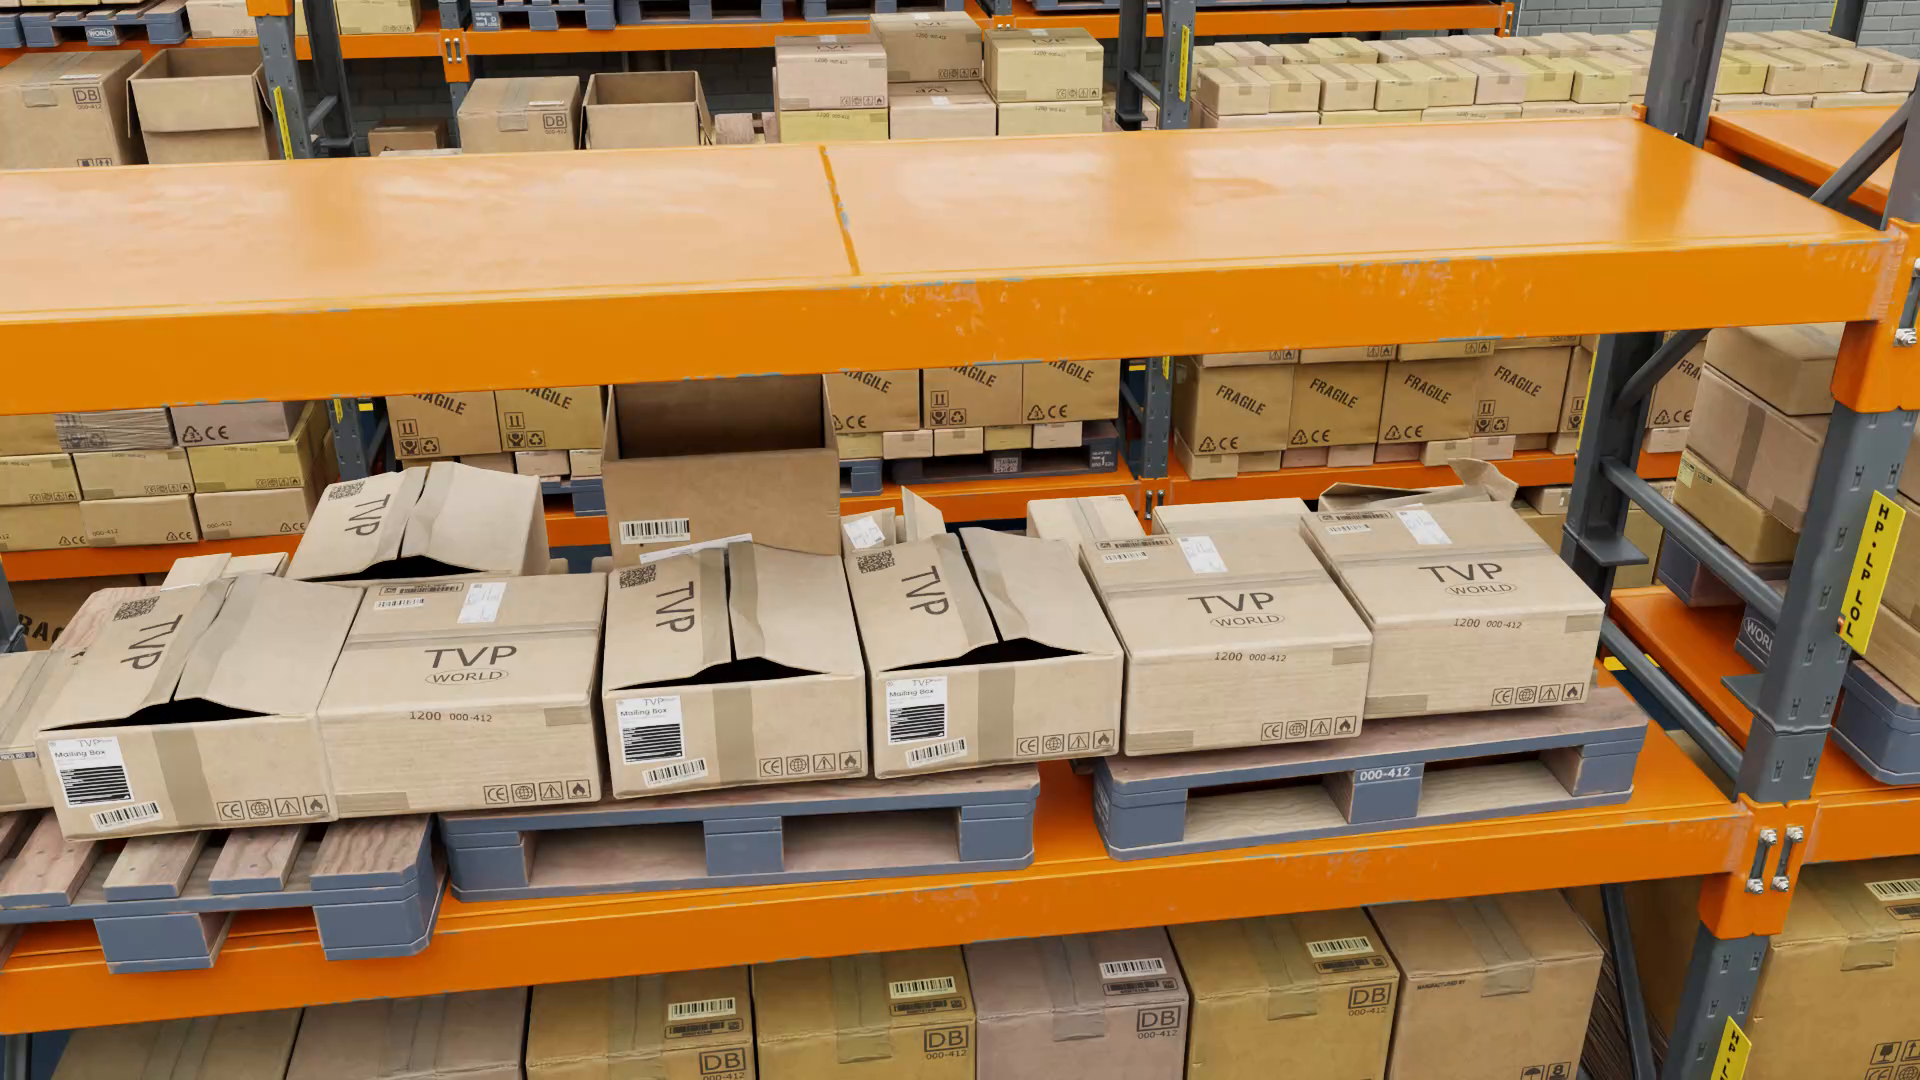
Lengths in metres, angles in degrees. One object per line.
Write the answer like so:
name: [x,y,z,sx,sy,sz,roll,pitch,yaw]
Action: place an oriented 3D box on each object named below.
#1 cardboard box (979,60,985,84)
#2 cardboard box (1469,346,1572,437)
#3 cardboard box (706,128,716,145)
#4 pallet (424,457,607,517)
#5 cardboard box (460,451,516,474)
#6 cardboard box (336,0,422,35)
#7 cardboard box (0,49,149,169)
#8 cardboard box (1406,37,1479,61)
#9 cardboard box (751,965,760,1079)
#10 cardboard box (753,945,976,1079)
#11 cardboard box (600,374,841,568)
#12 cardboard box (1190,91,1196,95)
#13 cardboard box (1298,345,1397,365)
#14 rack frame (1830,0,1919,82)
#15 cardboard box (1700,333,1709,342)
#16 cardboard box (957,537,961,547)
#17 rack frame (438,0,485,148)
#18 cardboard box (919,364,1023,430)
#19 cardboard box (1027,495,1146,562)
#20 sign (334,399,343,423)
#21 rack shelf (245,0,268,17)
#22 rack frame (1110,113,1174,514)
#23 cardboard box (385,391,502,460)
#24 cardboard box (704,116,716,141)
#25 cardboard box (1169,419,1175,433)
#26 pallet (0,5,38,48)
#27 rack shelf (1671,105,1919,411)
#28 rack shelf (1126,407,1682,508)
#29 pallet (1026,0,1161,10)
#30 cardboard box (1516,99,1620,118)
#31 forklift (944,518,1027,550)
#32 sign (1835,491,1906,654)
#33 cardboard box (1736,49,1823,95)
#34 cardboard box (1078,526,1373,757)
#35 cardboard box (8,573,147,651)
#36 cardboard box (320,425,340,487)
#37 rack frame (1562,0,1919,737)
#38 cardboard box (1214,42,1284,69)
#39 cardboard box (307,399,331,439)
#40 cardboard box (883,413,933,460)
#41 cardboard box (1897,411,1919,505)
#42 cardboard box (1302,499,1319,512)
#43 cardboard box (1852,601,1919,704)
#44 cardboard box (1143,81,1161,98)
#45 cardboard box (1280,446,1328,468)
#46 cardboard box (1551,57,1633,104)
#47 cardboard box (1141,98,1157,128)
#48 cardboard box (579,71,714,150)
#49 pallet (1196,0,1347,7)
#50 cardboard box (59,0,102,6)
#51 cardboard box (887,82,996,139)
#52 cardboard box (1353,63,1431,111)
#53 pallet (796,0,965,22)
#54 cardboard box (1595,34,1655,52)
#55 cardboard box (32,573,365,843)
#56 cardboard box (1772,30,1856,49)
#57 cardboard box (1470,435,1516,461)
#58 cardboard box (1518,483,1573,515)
cardboard box: [0.316,-2.304,8.576,0.500,0.250,0.500,-4,27,-9]
cardboard box: [2.915,-0.894,8.973,0.500,0.500,0.500,-3,27,-7]
cardboard box: [-1.829,-3.062,12.814,0.250,0.149,0.380,-4,27,-7]
pallet: [-2.320,-0.459,8.772,1.003,0.211,1.213,-4,27,-7]
cardboard box: [-2.378,-0.465,8.389,0.250,0.149,0.380,-5,28,-10]
cardboard box: [-4.180,-3.820,11.990,0.500,0.250,0.500,-5,28,-9]
cardboard box: [-3.965,-1.868,7.452,0.500,0.500,0.700,-5,28,-10]
cardboard box: [2.509,-2.515,8.684,0.250,0.149,0.380,-3,27,-7]
cardboard box: [-0.316,1.488,4.656,0.500,0.500,0.500,-3,27,-6]
cardboard box: [-0.261,1.168,4.186,0.500,0.500,0.700,-4,27,-8]
cardboard box: [-0.539,-0.067,3.833,0.500,0.500,0.500,-4,27,-7]
cardboard box: [1.352,-2.256,8.615,0.500,0.250,0.500,-4,27,-8]
cardboard box: [1.925,-1.280,8.630,0.500,0.500,0.700,-4,27,-7]
rack frame: [4.911,-3.629,8.168,0.127,3.000,1.000,-4,27,-7]
cardboard box: [3.934,-1.422,8.907,0.500,0.500,0.700,-3,27,-7]
cardboard box: [-0.280,0.359,9.386,0.625,0.372,0.950,-2,27,-4]
rack frame: [-3.706,-2.695,12.918,0.127,3.000,1.000,-4,27,-7]
cardboard box: [0.034,-0.904,8.533,0.500,0.500,0.500,-4,27,-7]
cardboard box: [0.316,0.043,4.002,0.250,0.149,0.380,-4,27,-7]
sign: [-2.930,-0.715,7.793,0.005,0.325,0.100,-4,27,-7]
rack shelf: [-4.991,-2.495,7.184,4.000,0.370,1.077,-4,27,-7]
rack frame: [0.950,-0.705,9.042,0.127,3.000,1.000,-4,27,-7]
cardboard box: [-2.533,-0.739,8.211,0.500,0.500,0.500,-4,27,-9]
cardboard box: [-1.894,-3.246,13.173,0.250,0.149,0.380,-3,27,-6]
cardboard box: [1.226,-0.752,9.407,0.250,0.149,0.380,-4,27,-8]
pallet: [-7.011,-3.701,11.800,1.003,0.211,1.213,-4,27,-7]
rack shelf: [3.720,-0.772,3.827,4.000,0.370,1.077,-4,27,-7]
rack shelf: [2.931,-0.513,9.454,4.000,0.370,1.077,-4,27,-7]
pallet: [1.096,-4.310,12.878,1.213,0.211,1.003,-4,27,-7]
cardboard box: [2.931,-2.106,8.324,0.500,0.250,0.500,-3,27,-7]
forklift: [-0.047,-1.591,10.842,1.130,2.935,3.031,-2,27,-4]
sign: [1.825,0.066,3.341,0.005,0.325,0.100,-4,27,-7]
cardboard box: [4.107,-2.359,8.380,0.250,0.149,0.380,-4,27,-8]
cardboard box: [0.548,0.205,3.577,0.500,0.250,0.500,-4,27,-8]
cardboard box: [-4.590,0.369,8.816,0.875,0.875,0.875,-3,27,-6]
cardboard box: [-3.530,-0.467,8.741,0.500,0.250,0.500,-4,27,-8]
rack frame: [1.740,-1.143,3.323,0.127,3.000,1.000,-4,27,-7]
cardboard box: [1.480,-2.453,8.564,0.250,0.149,0.380,-4,27,-8]
cardboard box: [-3.547,-0.686,8.621,0.500,0.250,0.500,-4,27,-7]
cardboard box: [-0.287,-0.564,8.581,0.250,0.149,0.380,-3,27,-7]
cardboard box: [2.148,-0.152,3.510,0.250,0.149,0.380,-3,27,-7]
cardboard box: [2.101,0.043,9.314,0.500,0.500,0.500,-3,27,-5]
cardboard box: [2.148,0.202,3.692,0.250,0.149,0.380,-4,27,-8]
cardboard box: [1.542,-3.643,13.621,0.250,0.149,0.380,-4,27,-8]
cardboard box: [1.809,-0.539,8.992,0.250,0.149,0.380,-4,27,-7]
cardboard box: [3.104,-2.270,8.206,0.250,0.149,0.380,-3,27,-6]
cardboard box: [1.379,-3.348,13.047,0.250,0.149,0.380,-3,27,-6]
cardboard box: [-1.504,-1.941,8.052,0.637,0.503,0.797,-4,27,-7]
pallet: [2.301,-4.386,13.027,1.213,0.211,1.003,-4,27,-7]
cardboard box: [-6.052,-3.812,11.515,0.250,0.149,0.380,-3,27,-6]
cardboard box: [-0.110,-2.028,8.037,0.500,0.250,0.500,-3,27,-6]
cardboard box: [2.088,-2.203,8.075,0.250,0.149,0.380,-4,27,-7]
pallet: [-0.617,-4.137,12.652,1.217,0.209,0.805,-5,28,-9]
cardboard box: [3.537,-2.554,8.761,0.250,0.149,0.380,-4,27,-7]
cardboard box: [-1.474,0.307,3.310,0.500,0.311,0.500,-4,27,-7]
cardboard box: [4.531,-2.607,8.864,0.250,0.149,0.380,-4,27,-7]
cardboard box: [2.820,-0.574,9.062,0.250,0.149,0.380,-4,27,-7]
cardboard box: [3.289,-0.292,9.257,0.250,0.149,0.380,-3,27,-5]
